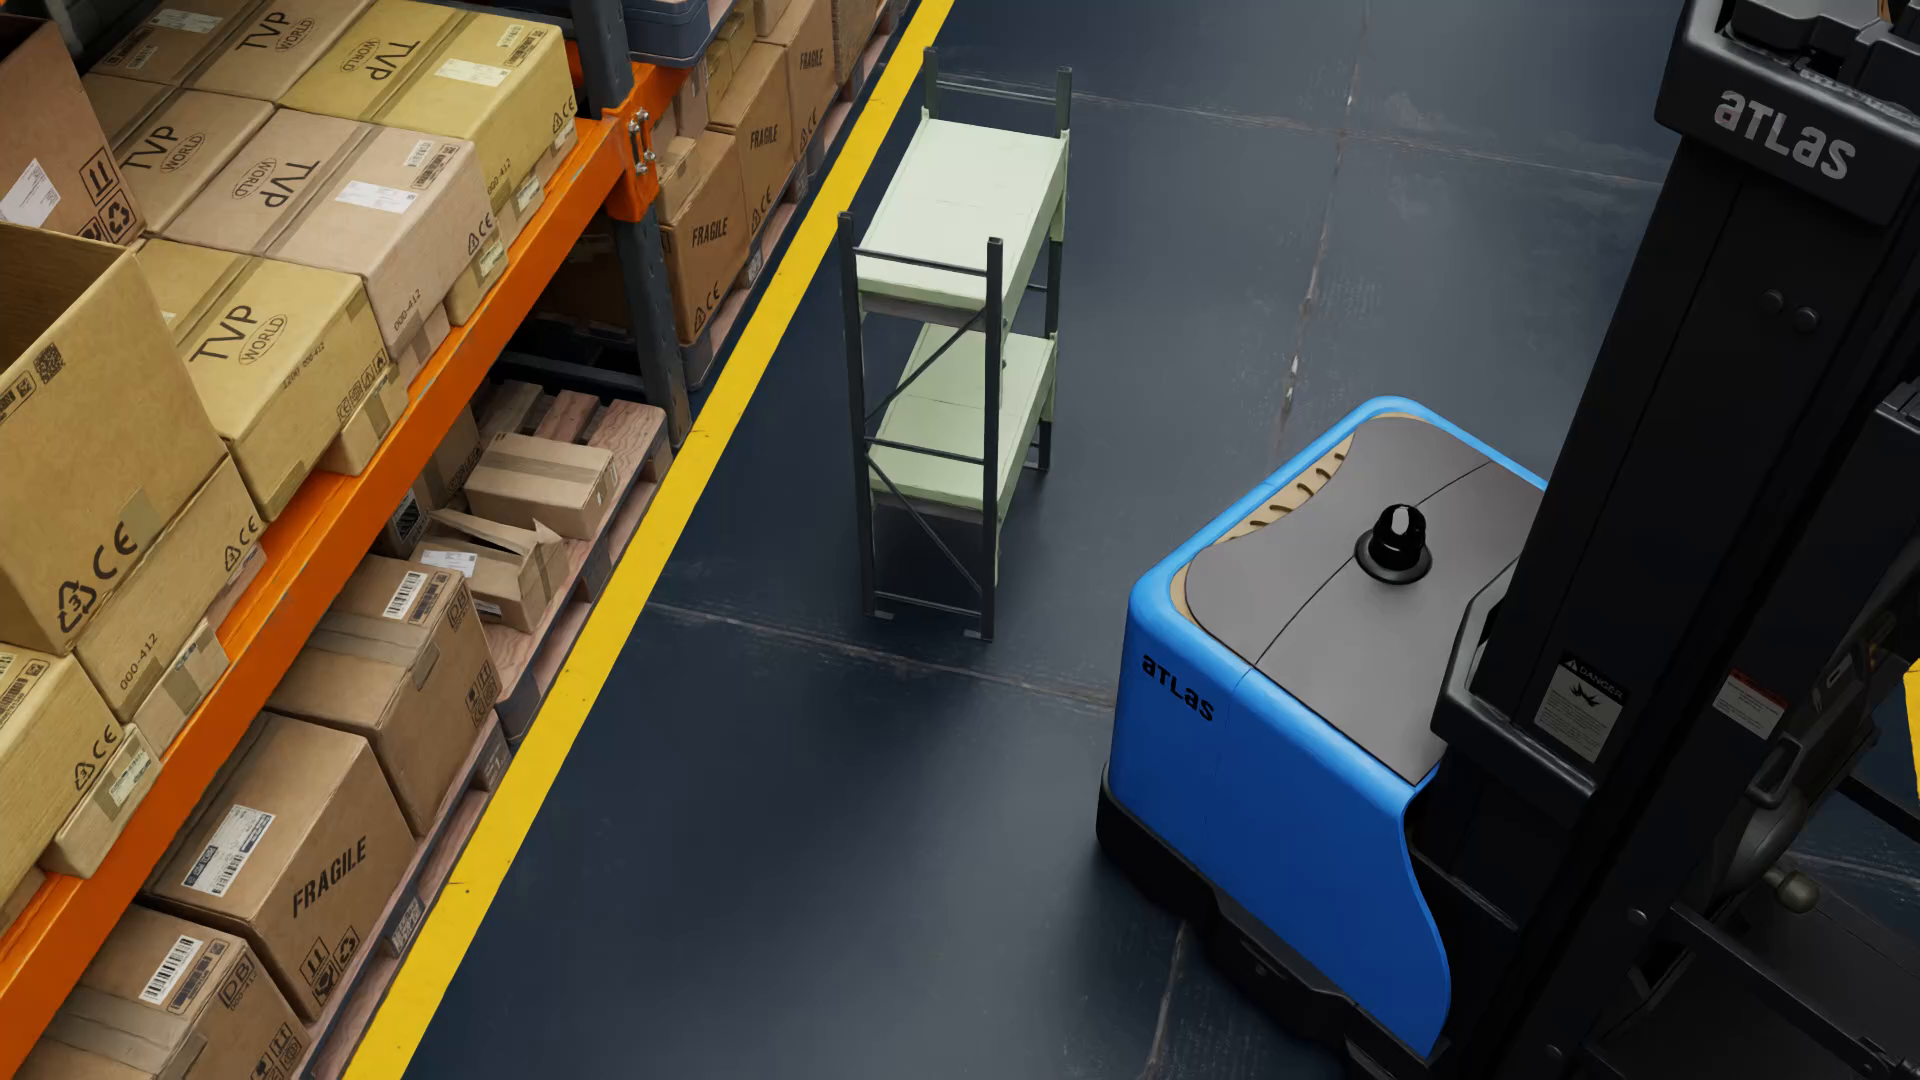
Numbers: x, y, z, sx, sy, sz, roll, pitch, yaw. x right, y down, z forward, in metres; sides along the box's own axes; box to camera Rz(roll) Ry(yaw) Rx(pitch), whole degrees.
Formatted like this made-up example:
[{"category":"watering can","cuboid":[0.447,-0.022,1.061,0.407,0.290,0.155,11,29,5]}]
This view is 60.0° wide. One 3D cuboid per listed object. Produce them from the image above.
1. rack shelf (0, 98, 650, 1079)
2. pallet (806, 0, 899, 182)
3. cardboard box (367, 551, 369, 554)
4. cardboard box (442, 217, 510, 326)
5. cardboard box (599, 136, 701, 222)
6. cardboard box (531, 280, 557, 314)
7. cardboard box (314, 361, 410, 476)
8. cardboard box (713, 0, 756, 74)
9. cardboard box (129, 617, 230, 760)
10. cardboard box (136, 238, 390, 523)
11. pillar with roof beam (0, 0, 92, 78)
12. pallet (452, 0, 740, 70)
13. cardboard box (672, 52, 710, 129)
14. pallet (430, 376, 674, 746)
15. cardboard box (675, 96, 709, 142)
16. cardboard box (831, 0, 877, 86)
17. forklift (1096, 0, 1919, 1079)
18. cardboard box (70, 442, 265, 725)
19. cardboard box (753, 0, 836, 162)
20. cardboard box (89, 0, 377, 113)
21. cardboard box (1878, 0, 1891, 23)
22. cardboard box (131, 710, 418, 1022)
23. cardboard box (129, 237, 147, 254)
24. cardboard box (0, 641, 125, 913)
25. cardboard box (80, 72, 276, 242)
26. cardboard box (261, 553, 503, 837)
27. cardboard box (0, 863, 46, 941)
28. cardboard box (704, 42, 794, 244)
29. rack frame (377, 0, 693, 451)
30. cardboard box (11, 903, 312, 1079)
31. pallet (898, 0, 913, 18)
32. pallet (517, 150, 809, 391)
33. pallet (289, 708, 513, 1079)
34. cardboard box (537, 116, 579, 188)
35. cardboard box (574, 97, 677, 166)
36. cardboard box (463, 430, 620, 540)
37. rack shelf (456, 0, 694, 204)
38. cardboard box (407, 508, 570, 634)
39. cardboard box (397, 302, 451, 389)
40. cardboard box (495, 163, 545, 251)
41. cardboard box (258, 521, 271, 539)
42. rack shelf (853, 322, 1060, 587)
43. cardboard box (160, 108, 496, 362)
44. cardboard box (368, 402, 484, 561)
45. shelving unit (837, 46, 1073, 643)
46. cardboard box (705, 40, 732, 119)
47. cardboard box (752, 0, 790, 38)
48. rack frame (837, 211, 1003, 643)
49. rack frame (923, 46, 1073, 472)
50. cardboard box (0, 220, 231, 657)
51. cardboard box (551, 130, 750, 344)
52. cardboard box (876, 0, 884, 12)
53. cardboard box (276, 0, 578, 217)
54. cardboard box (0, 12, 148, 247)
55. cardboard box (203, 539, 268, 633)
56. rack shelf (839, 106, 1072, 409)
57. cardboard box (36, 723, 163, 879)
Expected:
[{"category":"rack shelf","cuboid":[-1.922,0.253,3.506,1.077,0.370,4.000,12,50,10]},{"category":"pallet","cuboid":[-0.899,-1.990,6.866,1.003,0.211,1.213,12,50,10]},{"category":"cardboard box","cuboid":[-1.911,0.117,4.767,0.380,0.149,0.250,11,49,10]},{"category":"cardboard box","cuboid":[-1.328,-0.683,4.020,0.380,0.149,0.250,13,50,11]},{"category":"cardboard box","cuboid":[-1.044,-1.165,5.232,0.380,0.149,0.250,14,50,12]},{"category":"cardboard box","cuboid":[-1.552,-1.157,5.658,0.500,0.500,0.500,11,50,10]},{"category":"cardboard box","cuboid":[-1.464,-0.308,3.689,0.380,0.149,0.250,11,49,9]},{"category":"cardboard box","cuboid":[-0.930,-1.770,5.766,0.380,0.149,0.250,11,49,9]},{"category":"cardboard box","cuboid":[-1.660,0.244,3.201,0.380,0.149,0.250,13,50,11]},{"category":"cardboard box","cuboid":[-1.556,-0.341,3.452,0.500,0.250,0.500,11,50,10]},{"category":"pillar with roof beam","cuboid":[1.705,-2.242,1.227,9.100,9.000,0.400,12,50,10]},{"category":"pallet","cuboid":[-1.080,-1.925,5.076,1.003,0.211,1.213,12,50,10]},{"category":"cardboard box","cuboid":[-1.022,-1.461,5.295,0.380,0.149,0.250,9,49,8]},{"category":"pallet","cuboid":[-1.577,-0.013,5.120,1.003,0.211,1.213,12,50,10]},{"category":"cardboard box","cuboid":[-1.046,-1.381,5.423,0.380,0.149,0.250,10,49,9]},{"category":"cardboard box","cuboid":[-0.642,-2.170,6.552,0.500,0.500,0.500,10,49,9]},{"category":"forklift","cuboid":[1.745,0.403,2.939,1.130,2.935,3.031,-36,57,-27]},{"category":"cardboard box","cuboid":[-1.692,0.031,3.123,0.500,0.250,0.500,10,49,9]},{"category":"cardboard box","cuboid":[-0.785,-1.796,6.222,0.500,0.500,0.500,10,49,9]},{"category":"cardboard box","cuboid":[-1.786,-1.176,4.189,0.500,0.250,0.500,11,50,10]},{"category":"cardboard box","cuboid":[4.185,-2.301,6.417,0.875,0.875,0.875,11,50,10]},{"category":"cardboard box","cuboid":[-1.698,0.753,3.972,0.500,0.500,0.500,12,50,11]},{"category":"cardboard box","cuboid":[-2.049,-0.439,3.538,0.500,0.250,0.500,13,50,11]},{"category":"cardboard box","cuboid":[-1.806,0.406,2.793,0.500,0.250,0.500,11,49,9]},{"category":"cardboard box","cuboid":[-1.912,-0.812,3.867,0.500,0.250,0.500,11,50,10]},{"category":"cardboard box","cuboid":[-1.660,0.364,4.315,0.700,0.500,0.500,10,49,9]},{"category":"cardboard box","cuboid":[-1.849,0.607,2.881,0.380,0.149,0.250,12,50,11]},{"category":"cardboard box","cuboid":[-0.920,-1.436,5.904,0.500,0.500,0.500,11,49,10]},{"category":"rack frame","cuboid":[-1.395,-1.432,4.513,1.000,3.000,0.127,12,50,10]},{"category":"cardboard box","cuboid":[-1.933,1.115,3.652,0.700,0.500,0.500,13,50,12]},{"category":"pallet","cuboid":[-0.576,-2.870,7.642,1.003,0.211,1.213,12,50,10]},{"category":"pallet","cuboid":[-1.218,-1.105,6.085,1.003,0.211,1.213,12,50,10]},{"category":"pallet","cuboid":[-1.896,0.873,4.339,1.003,0.211,1.213,12,50,10]},{"category":"cardboard box","cuboid":[-1.236,-1.068,4.360,0.380,0.149,0.250,12,50,11]},{"category":"cardboard box","cuboid":[-1.103,-1.276,5.131,0.380,0.149,0.250,11,49,9]},{"category":"cardboard box","cuboid":[-1.259,-0.167,5.018,0.380,0.149,0.250,10,49,9]},{"category":"rack shelf","cuboid":[-0.869,-2.641,6.060,1.077,0.370,4.000,12,50,10]},{"category":"cardboard box","cuboid":[-1.353,0.053,4.746,0.396,0.266,0.258,13,50,11]},{"category":"cardboard box","cuboid":[-1.424,-0.499,3.857,0.380,0.149,0.250,13,50,11]},{"category":"cardboard box","cuboid":[-1.283,-0.876,4.190,0.380,0.149,0.250,13,50,11]},{"category":"cardboard box","cuboid":[-1.640,-0.144,3.544,0.380,0.149,0.250,12,50,11]},{"category":"rack shelf","cuboid":[0.002,-0.285,4.936,0.431,0.370,0.720,12,50,10]},{"category":"cardboard box","cuboid":[-1.412,-0.699,3.768,0.500,0.250,0.500,12,50,10]},{"category":"cardboard box","cuboid":[-1.797,-0.250,4.983,0.500,0.311,0.500,13,50,11]},{"category":"shelving unit","cuboid":[0.002,-0.501,4.692,0.431,1.500,0.755,12,50,10]},{"category":"cardboard box","cuboid":[-0.990,-1.569,5.588,0.380,0.149,0.250,9,49,8]},{"category":"cardboard box","cuboid":[-0.829,-1.943,5.919,0.380,0.149,0.250,11,50,10]},{"category":"rack frame","cuboid":[-0.095,-0.236,4.458,0.400,1.500,0.023,12,50,10]},{"category":"rack frame","cuboid":[0.098,-0.766,4.926,0.400,1.500,0.023,12,50,10]},{"category":"cardboard box","cuboid":[-1.674,-0.196,2.824,0.500,0.500,0.500,13,50,11]},{"category":"cardboard box","cuboid":[-1.051,-1.049,5.563,0.500,0.500,0.500,14,50,12]},{"category":"cardboard box","cuboid":[-0.524,-2.550,6.887,0.500,0.500,0.500,14,50,12]},{"category":"cardboard box","cuboid":[-1.294,-1.064,4.090,0.500,0.250,0.500,13,50,11]},{"category":"cardboard box","cuboid":[-2.044,-0.704,3.272,0.500,0.500,0.500,10,49,9]},{"category":"cardboard box","cuboid":[-1.659,0.044,3.378,0.380,0.149,0.250,11,50,10]},{"category":"rack shelf","cuboid":[0.002,-0.759,4.399,0.431,0.370,0.720,12,50,10]},{"category":"cardboard box","cuboid":[-1.710,0.439,3.030,0.380,0.149,0.250,10,49,9]}]
